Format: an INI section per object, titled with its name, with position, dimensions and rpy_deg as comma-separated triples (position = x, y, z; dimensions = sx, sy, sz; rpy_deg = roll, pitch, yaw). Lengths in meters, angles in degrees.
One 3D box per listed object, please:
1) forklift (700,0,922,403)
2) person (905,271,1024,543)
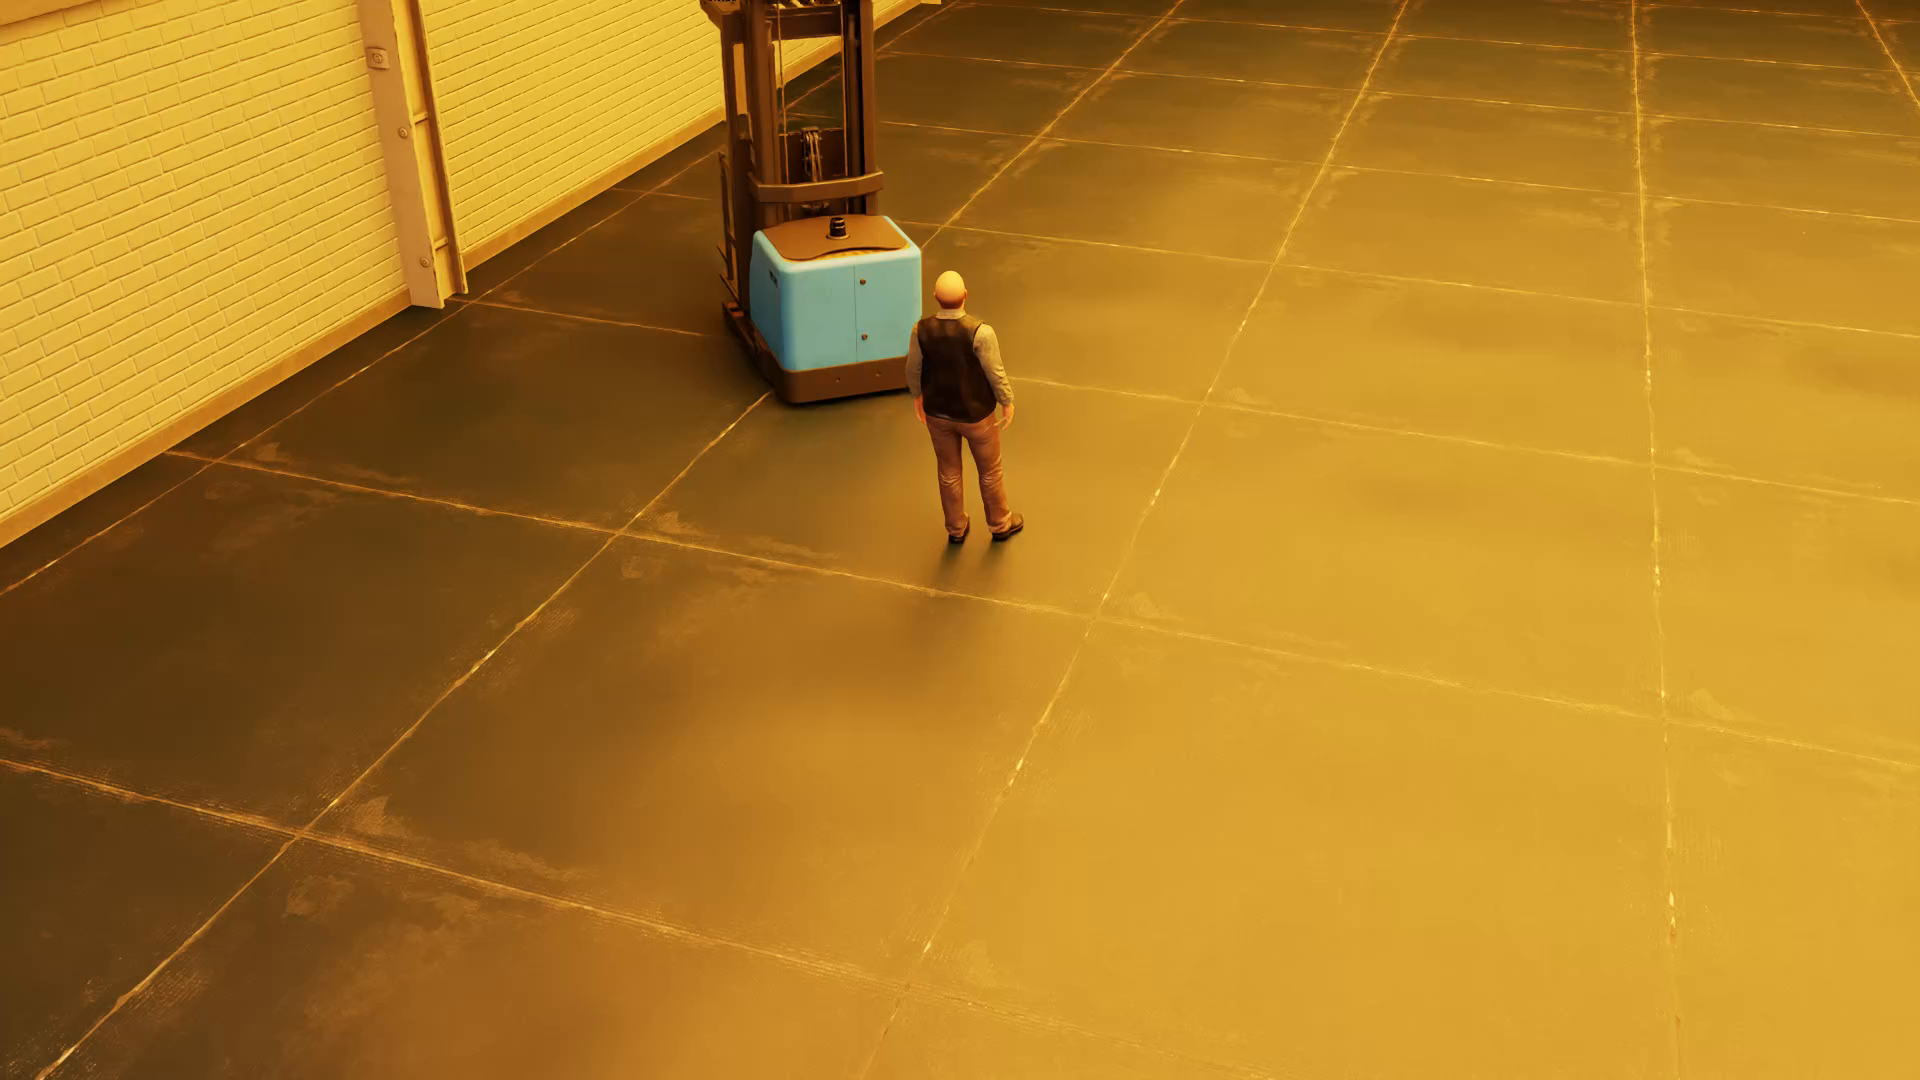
[forklift]
position = -1.226, -2.946, 12.304
dimensions = 1.130, 2.935, 3.031
rpy_deg = -10, 31, -17
[person]
position = 0.027, -0.782, 9.716
dimensions = 0.633, 1.722, 0.566
rpy_deg = 10, 31, 16
